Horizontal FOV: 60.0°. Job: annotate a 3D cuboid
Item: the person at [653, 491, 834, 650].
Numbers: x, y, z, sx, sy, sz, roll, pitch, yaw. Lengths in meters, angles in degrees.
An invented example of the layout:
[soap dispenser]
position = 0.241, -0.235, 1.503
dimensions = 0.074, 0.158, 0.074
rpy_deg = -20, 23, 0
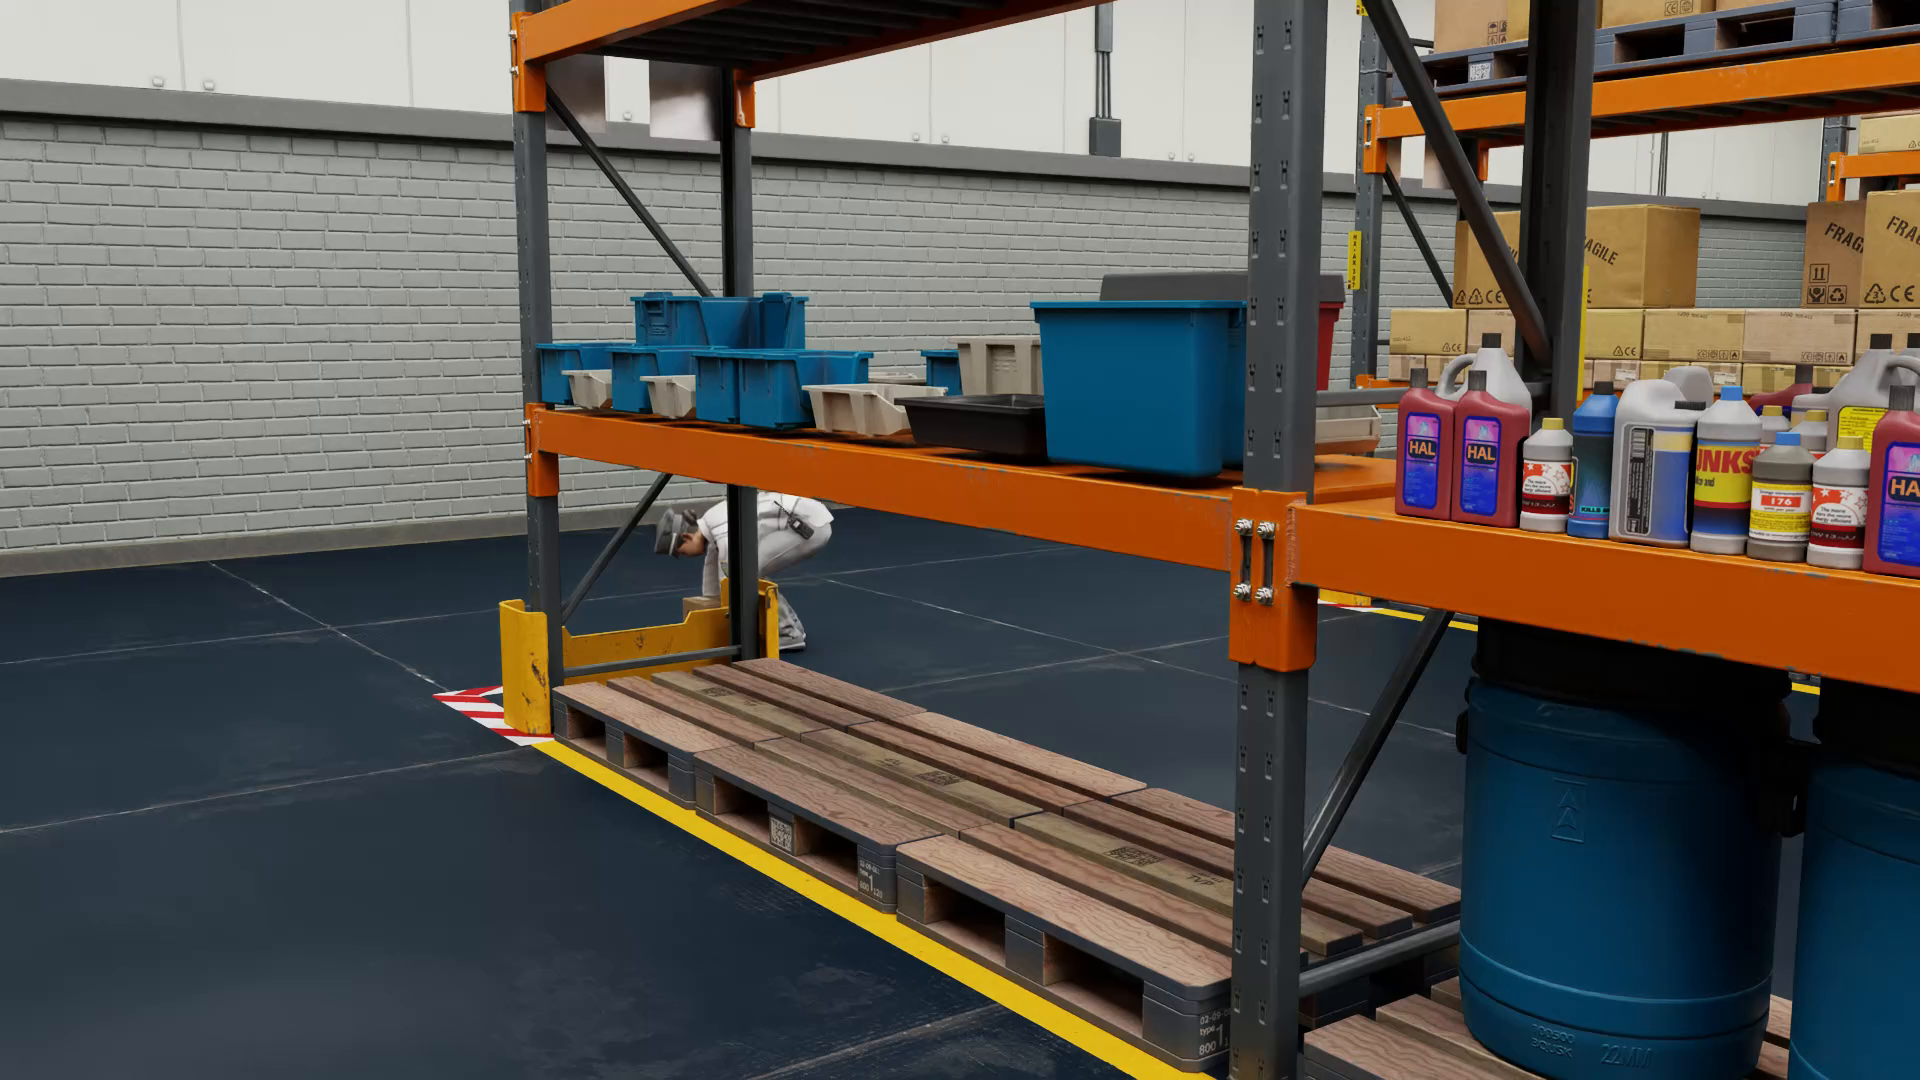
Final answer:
[person]
position = -1.085, 0.160, 8.369
dimensions = 0.902, 0.812, 0.467
rpy_deg = -1, 8, -8
